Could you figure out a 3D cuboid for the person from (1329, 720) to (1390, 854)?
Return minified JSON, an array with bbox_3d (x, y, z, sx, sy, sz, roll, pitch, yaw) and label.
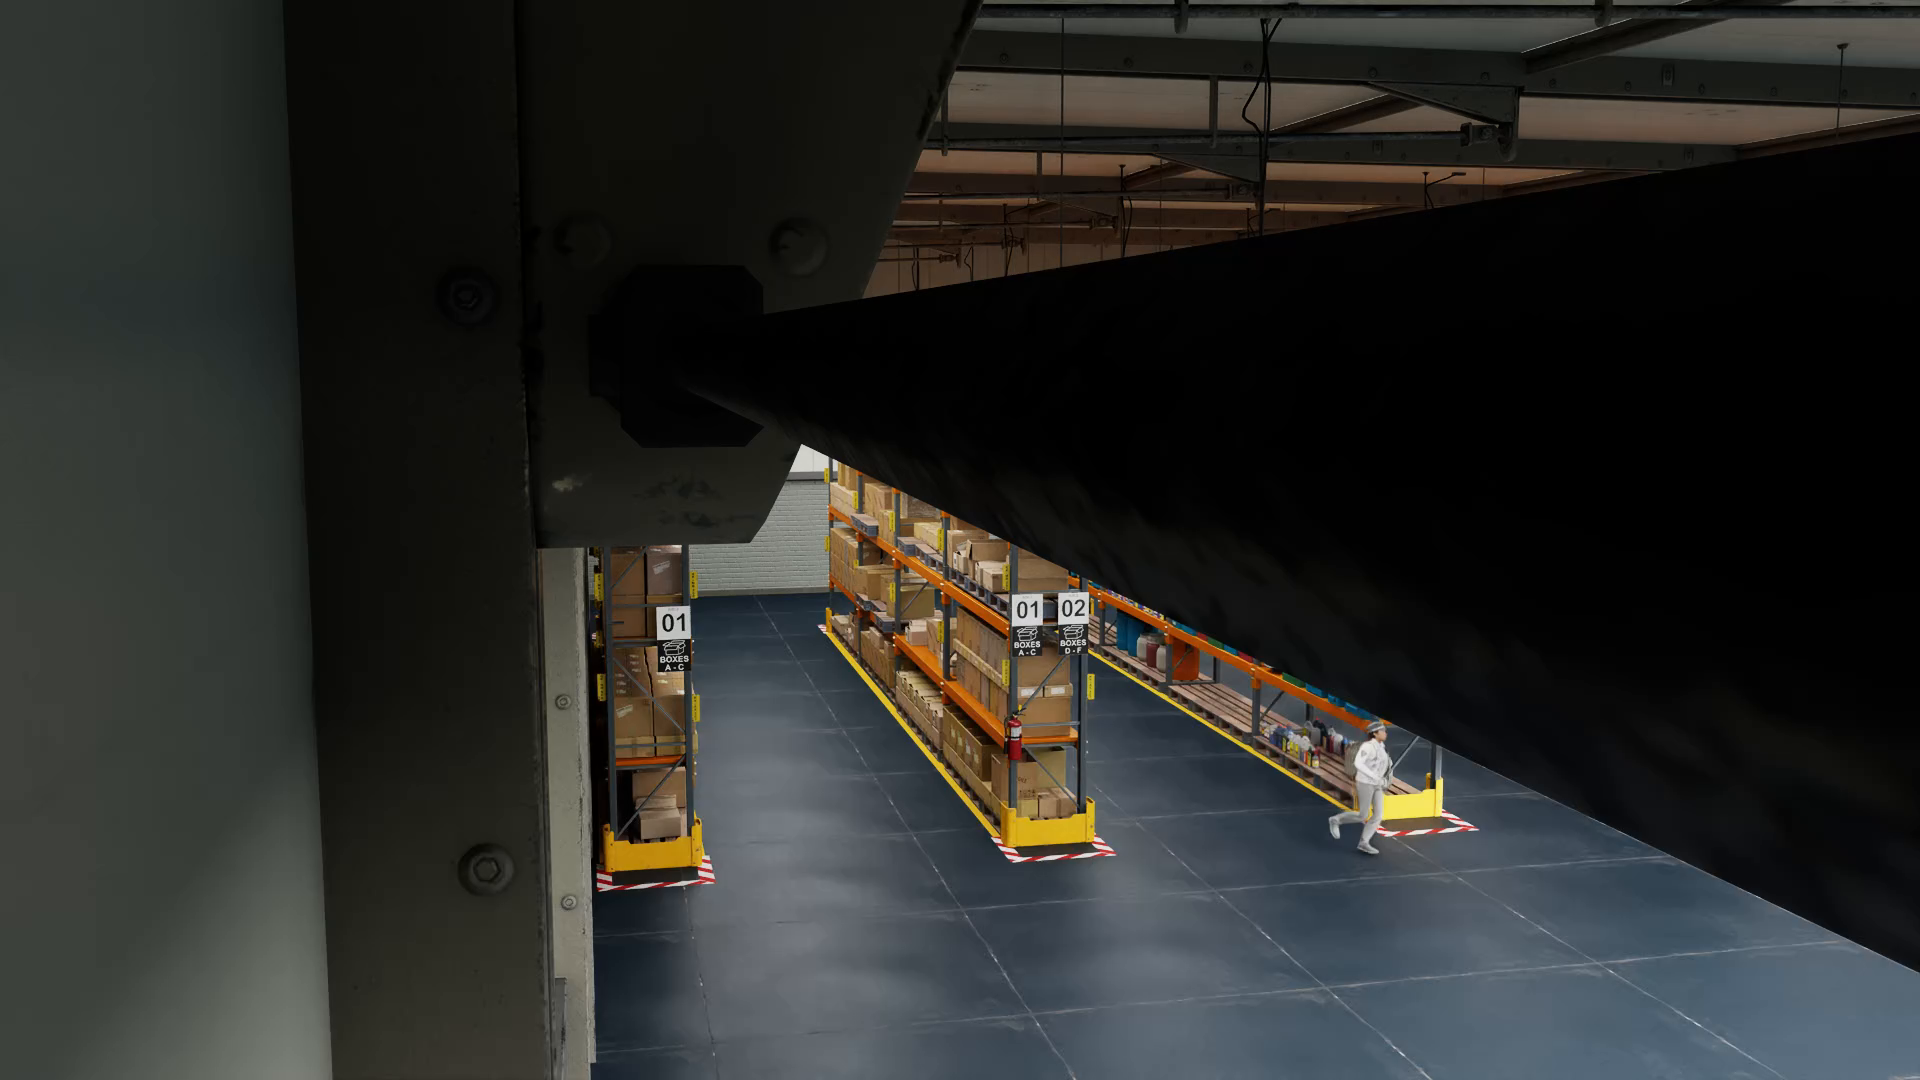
[{"bbox_3d":[5.109,3.055,20.966,0.714,1.623,0.651,6,9,43],"label":"person"}]
